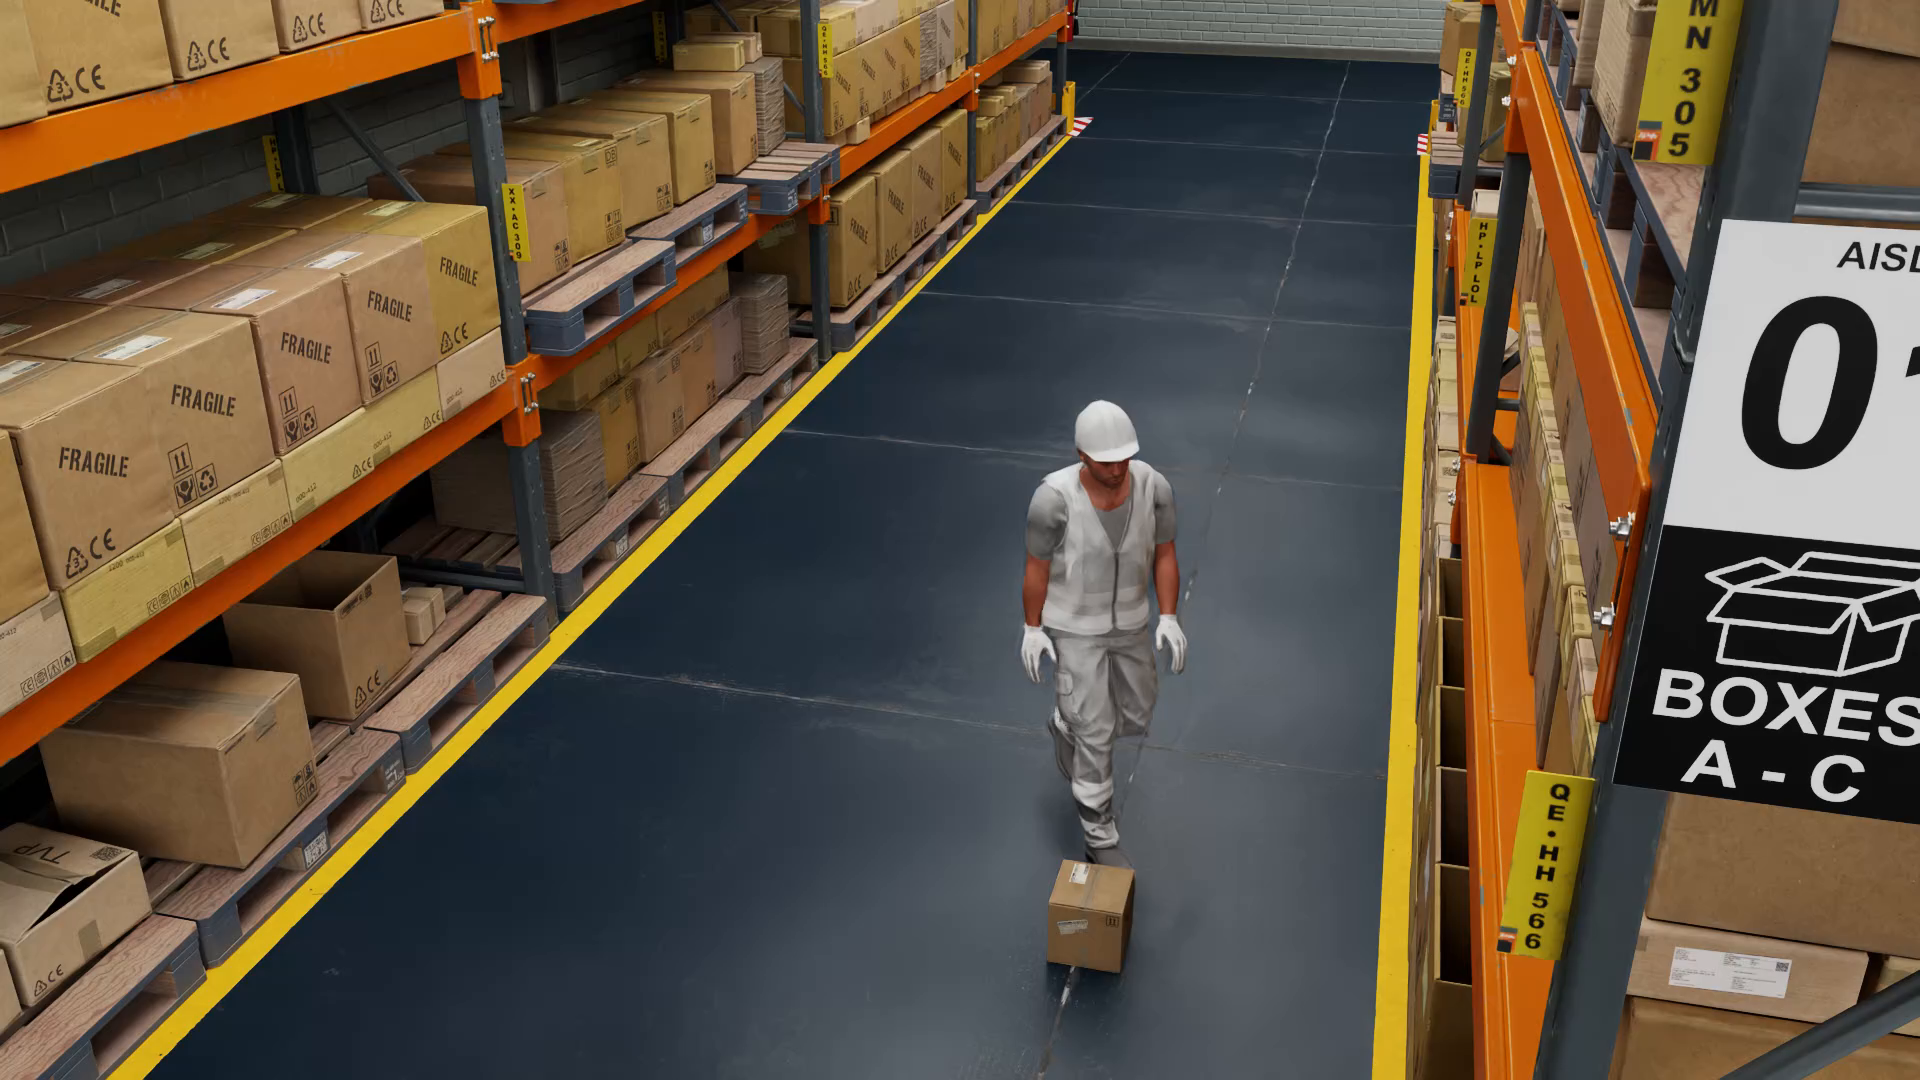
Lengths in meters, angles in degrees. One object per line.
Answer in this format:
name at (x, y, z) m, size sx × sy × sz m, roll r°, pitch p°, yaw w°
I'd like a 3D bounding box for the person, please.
person at (0.473, 0.298, 5.935) m, size 0.554 × 1.760 × 0.832 m, roll -11°, pitch 27°, yaw -22°
